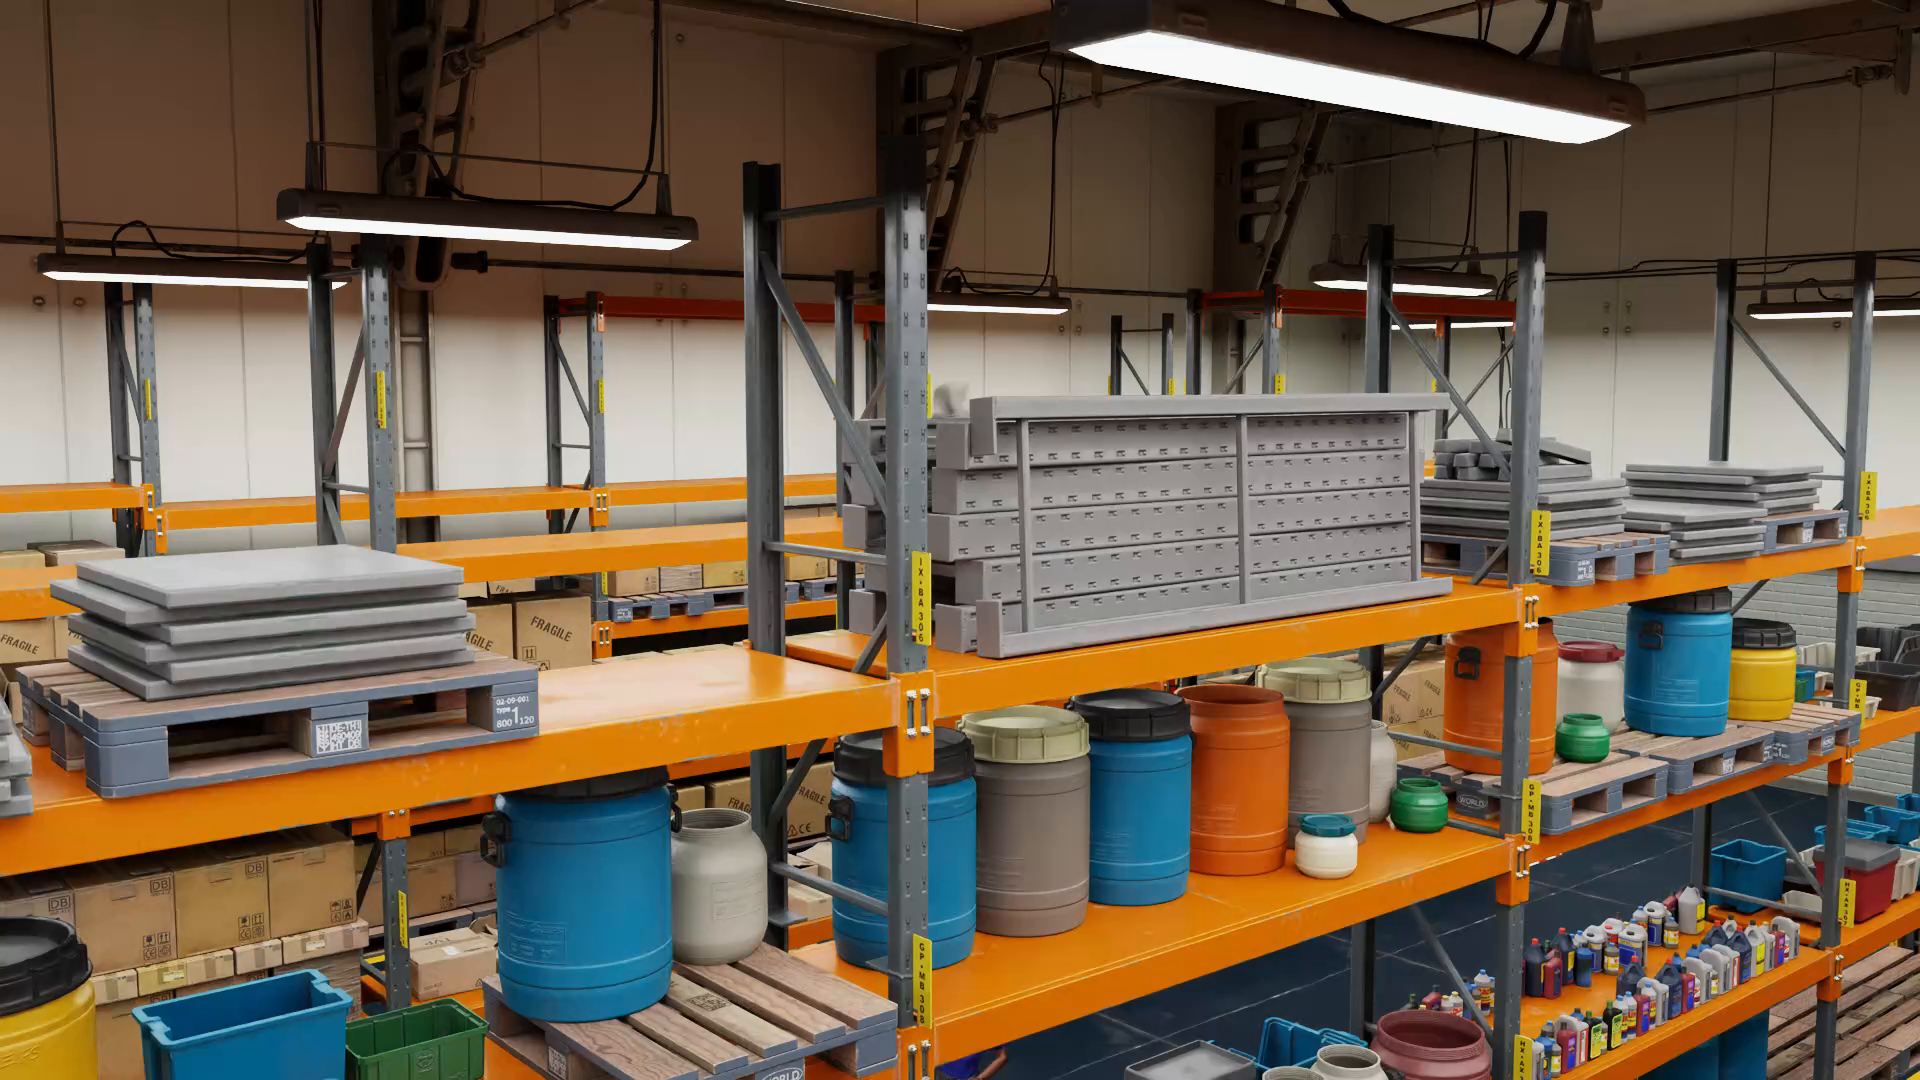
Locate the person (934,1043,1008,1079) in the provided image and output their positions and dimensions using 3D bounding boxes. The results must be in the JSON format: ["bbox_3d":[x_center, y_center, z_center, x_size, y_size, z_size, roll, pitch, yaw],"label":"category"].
[{"bbox_3d":[0.012,3.385,10.215,0.568,1.603,0.584,5,7,43],"label":"person"}]
